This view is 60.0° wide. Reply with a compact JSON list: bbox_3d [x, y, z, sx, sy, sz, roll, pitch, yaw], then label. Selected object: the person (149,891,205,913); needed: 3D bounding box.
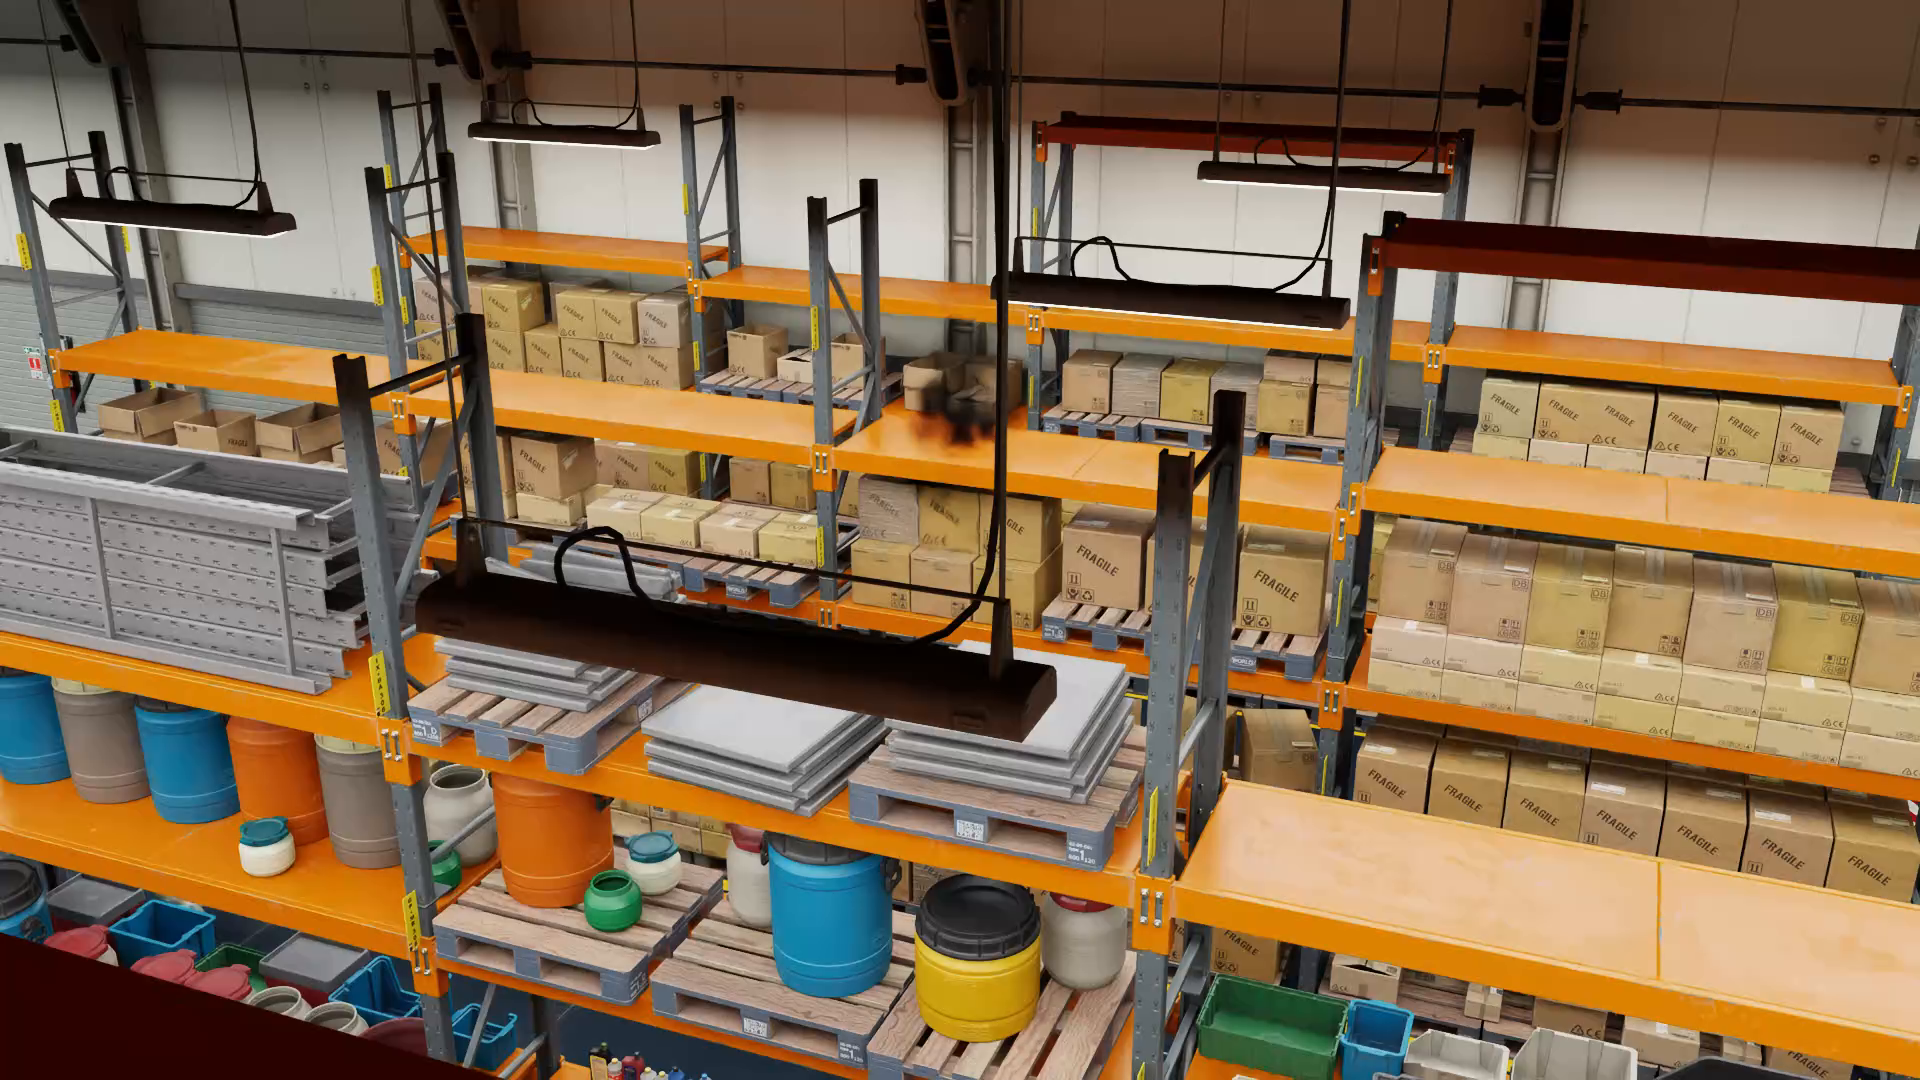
[{"bbox_3d":[-6.536,2.545,13.684,0.534,1.329,0.538,7,22,17],"label":"person"}]
